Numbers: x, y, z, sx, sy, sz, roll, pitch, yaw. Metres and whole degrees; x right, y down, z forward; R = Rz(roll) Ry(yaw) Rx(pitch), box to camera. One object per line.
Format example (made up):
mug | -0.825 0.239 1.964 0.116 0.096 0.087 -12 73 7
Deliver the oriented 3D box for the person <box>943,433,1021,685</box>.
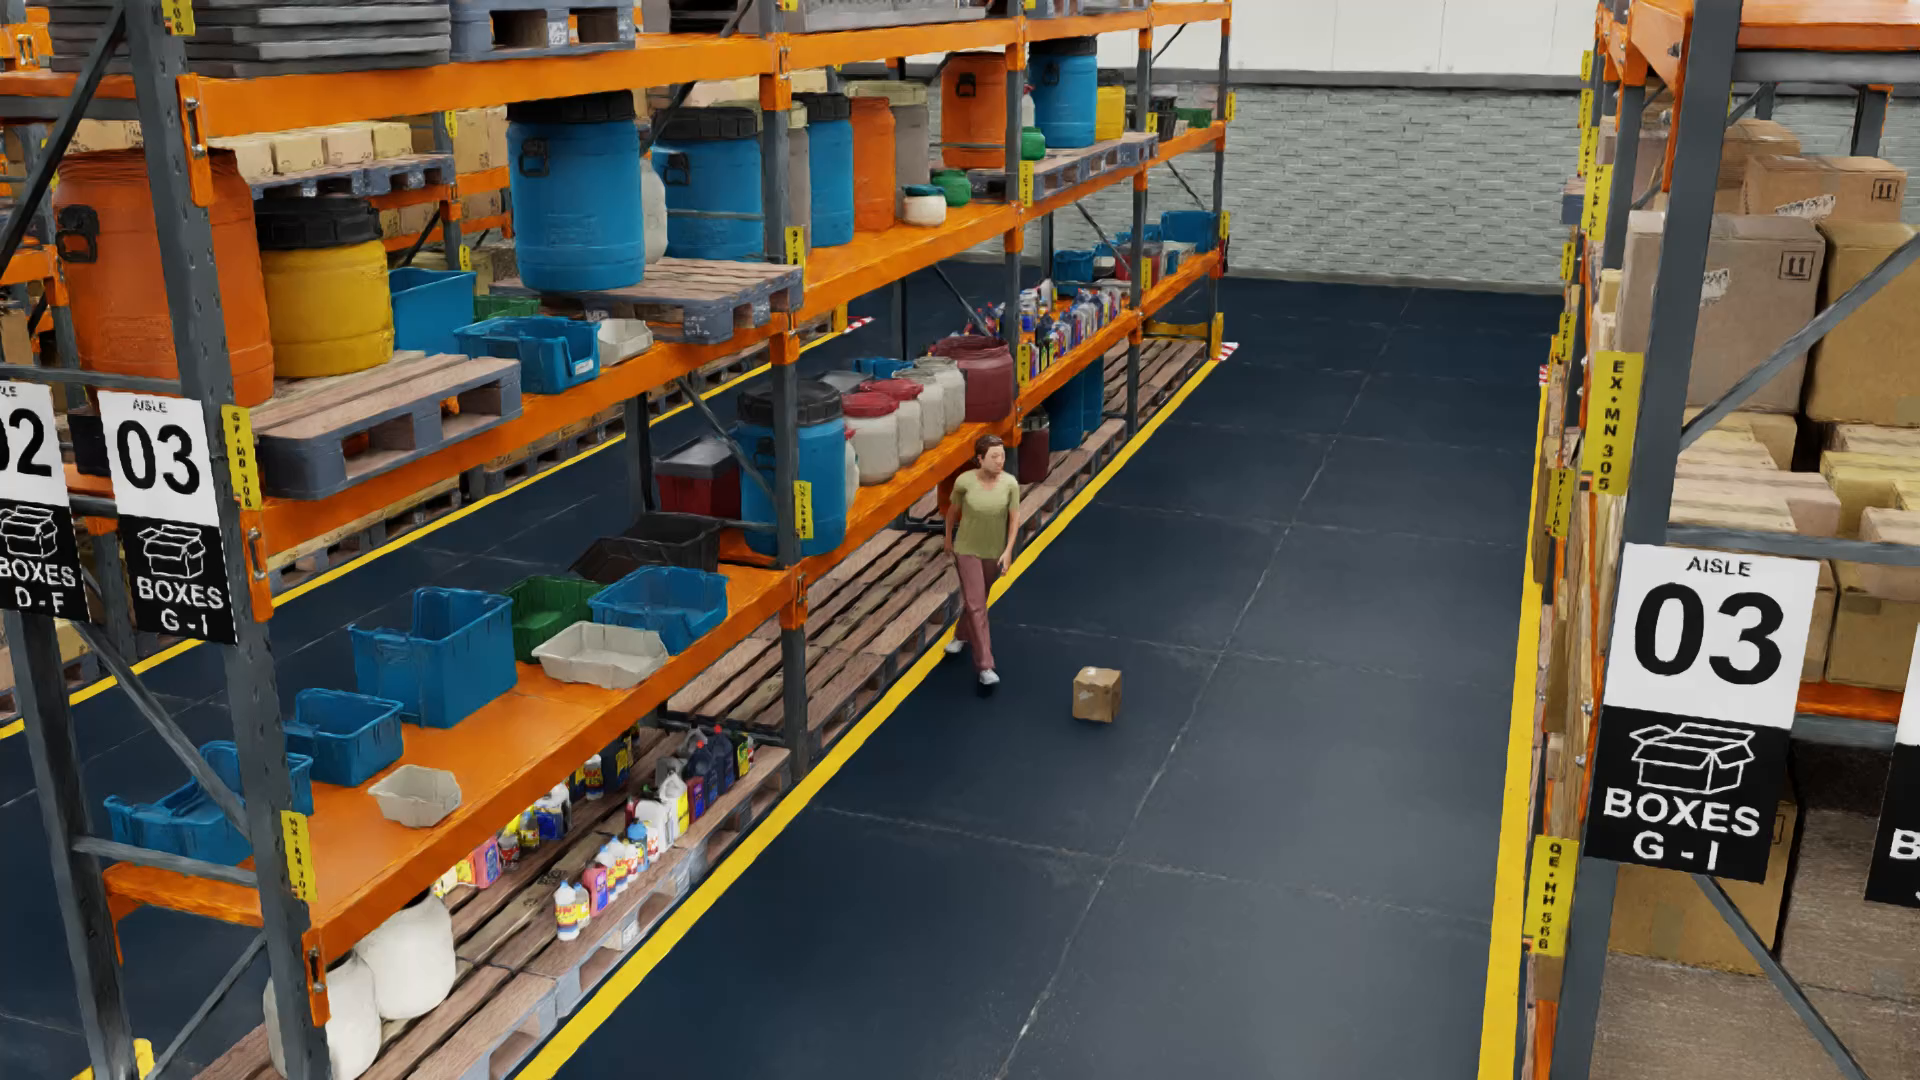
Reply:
person | 0.172 0.085 10.854 0.464 1.618 0.952 -5 19 -14
